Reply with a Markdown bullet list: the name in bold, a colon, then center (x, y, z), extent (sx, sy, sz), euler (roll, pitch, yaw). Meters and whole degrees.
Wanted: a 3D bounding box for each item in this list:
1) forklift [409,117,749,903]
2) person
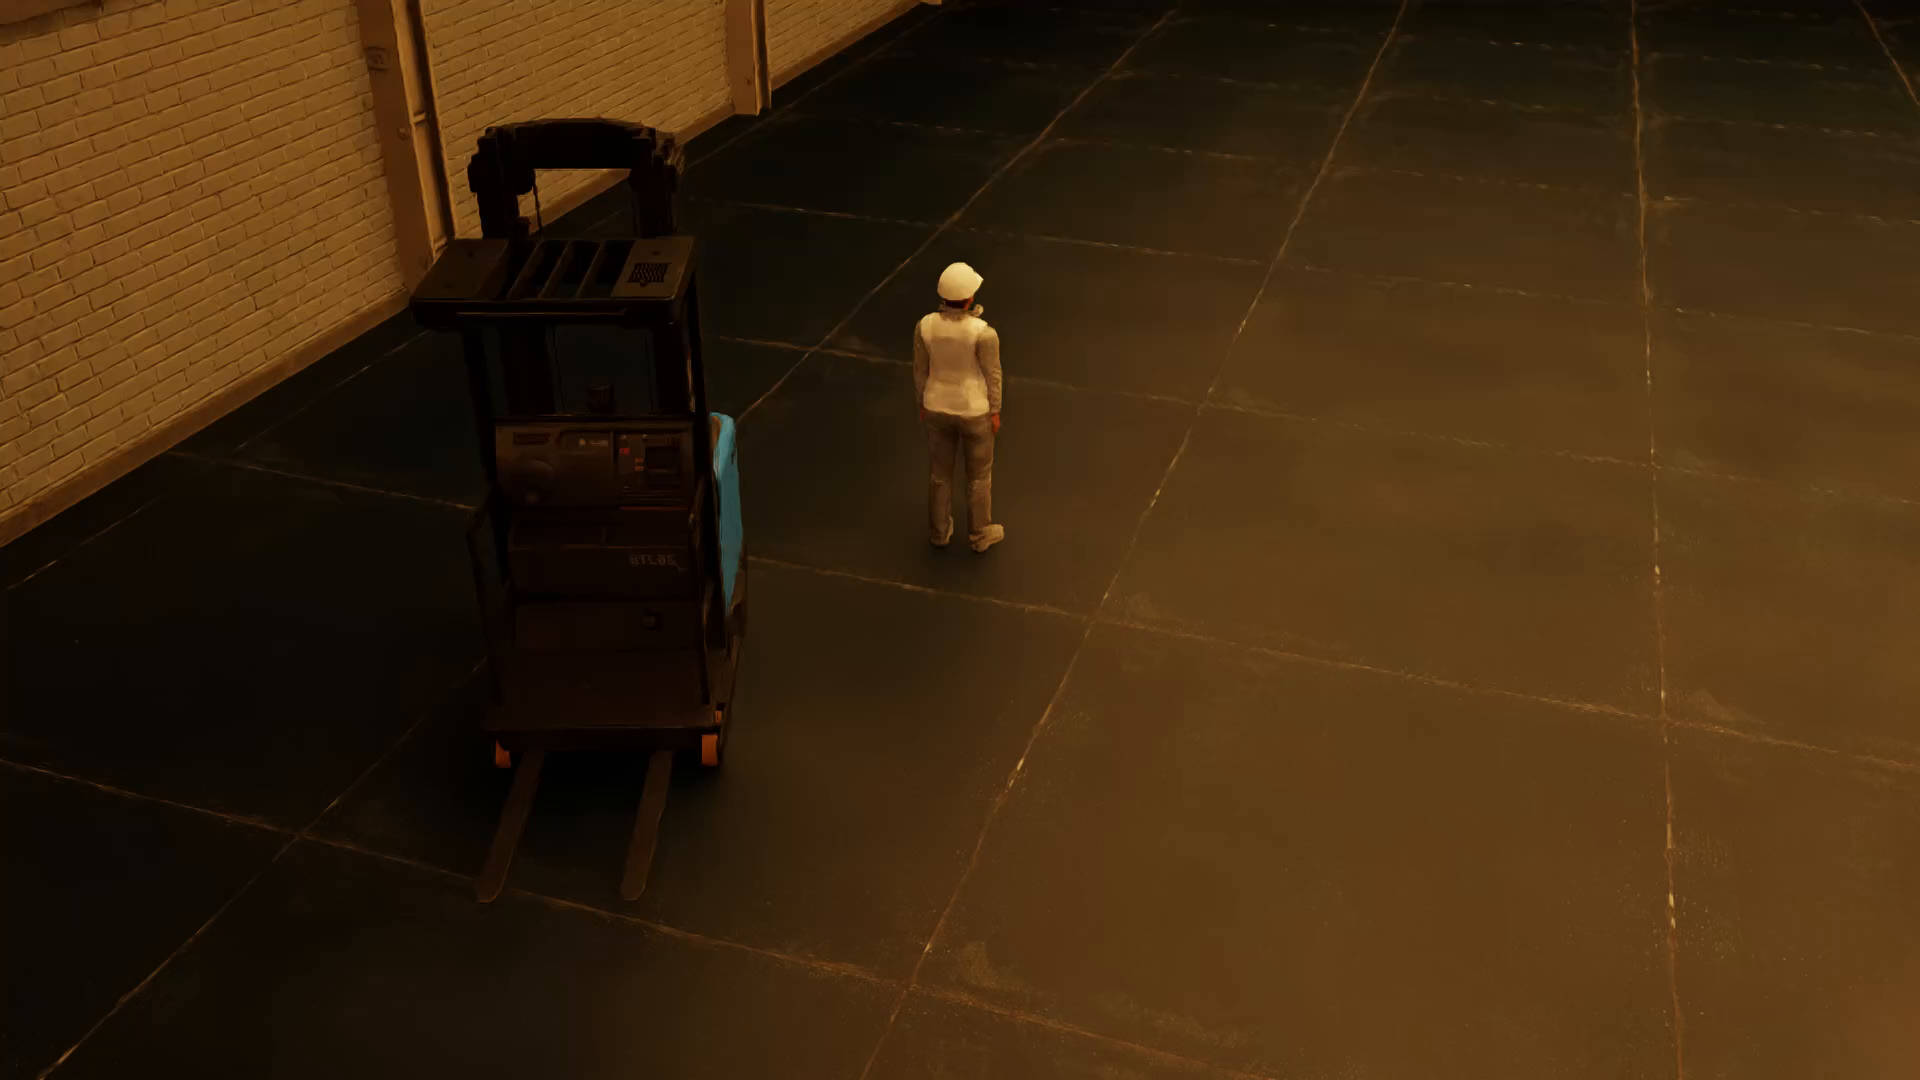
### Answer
- **forklift**: center (-1.721, -0.314, 7.687), extent (1.130, 2.935, 3.031), euler (-1, 30, -1)
- **person**: center (0.000, -0.774, 9.664), extent (0.529, 1.776, 0.356), euler (10, 31, 16)
